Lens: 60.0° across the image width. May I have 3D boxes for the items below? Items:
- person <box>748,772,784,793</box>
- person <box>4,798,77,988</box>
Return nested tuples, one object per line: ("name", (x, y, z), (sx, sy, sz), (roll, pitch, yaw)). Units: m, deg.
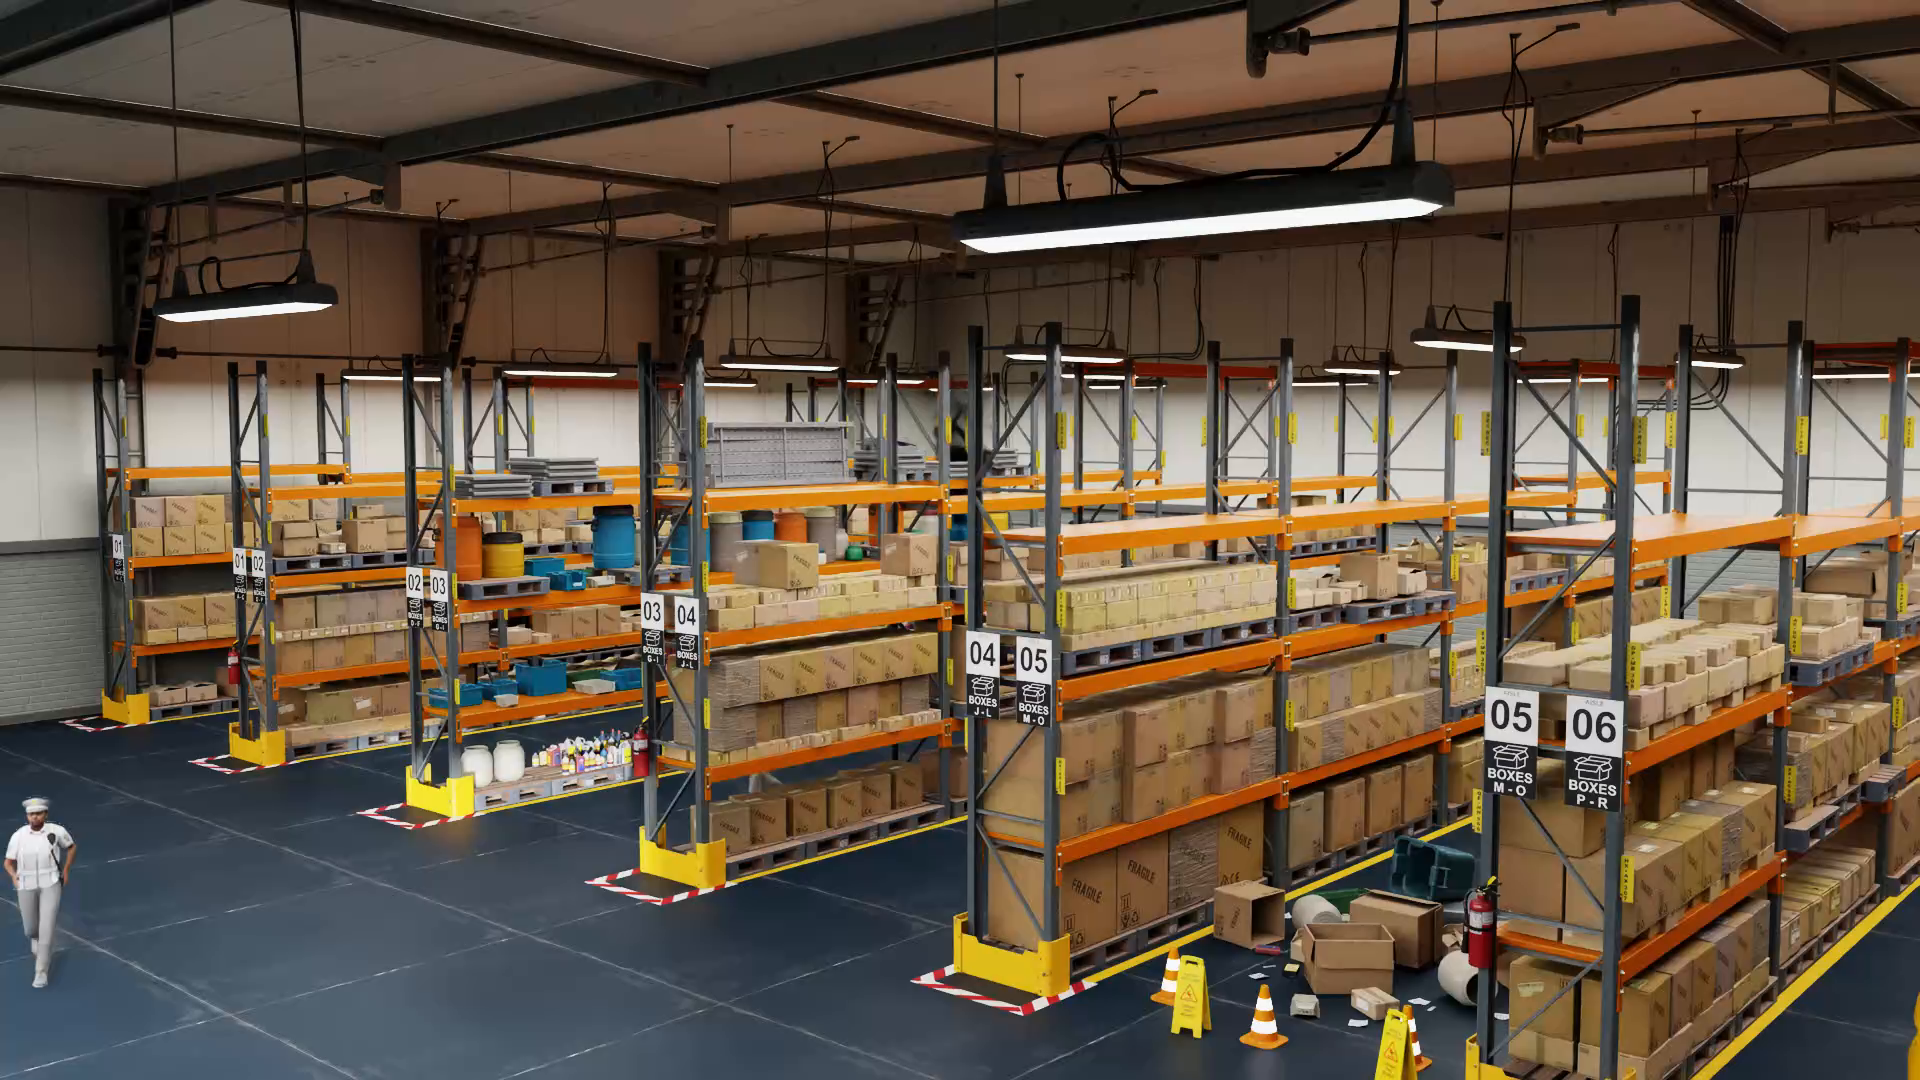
("person", (-2.571, 2.698, 21.566), (0.711, 1.779, 0.959), (3, 5, 34))
("person", (-8.520, 3.209, 15.417), (0.584, 1.696, 0.827), (-2, 5, -23))
